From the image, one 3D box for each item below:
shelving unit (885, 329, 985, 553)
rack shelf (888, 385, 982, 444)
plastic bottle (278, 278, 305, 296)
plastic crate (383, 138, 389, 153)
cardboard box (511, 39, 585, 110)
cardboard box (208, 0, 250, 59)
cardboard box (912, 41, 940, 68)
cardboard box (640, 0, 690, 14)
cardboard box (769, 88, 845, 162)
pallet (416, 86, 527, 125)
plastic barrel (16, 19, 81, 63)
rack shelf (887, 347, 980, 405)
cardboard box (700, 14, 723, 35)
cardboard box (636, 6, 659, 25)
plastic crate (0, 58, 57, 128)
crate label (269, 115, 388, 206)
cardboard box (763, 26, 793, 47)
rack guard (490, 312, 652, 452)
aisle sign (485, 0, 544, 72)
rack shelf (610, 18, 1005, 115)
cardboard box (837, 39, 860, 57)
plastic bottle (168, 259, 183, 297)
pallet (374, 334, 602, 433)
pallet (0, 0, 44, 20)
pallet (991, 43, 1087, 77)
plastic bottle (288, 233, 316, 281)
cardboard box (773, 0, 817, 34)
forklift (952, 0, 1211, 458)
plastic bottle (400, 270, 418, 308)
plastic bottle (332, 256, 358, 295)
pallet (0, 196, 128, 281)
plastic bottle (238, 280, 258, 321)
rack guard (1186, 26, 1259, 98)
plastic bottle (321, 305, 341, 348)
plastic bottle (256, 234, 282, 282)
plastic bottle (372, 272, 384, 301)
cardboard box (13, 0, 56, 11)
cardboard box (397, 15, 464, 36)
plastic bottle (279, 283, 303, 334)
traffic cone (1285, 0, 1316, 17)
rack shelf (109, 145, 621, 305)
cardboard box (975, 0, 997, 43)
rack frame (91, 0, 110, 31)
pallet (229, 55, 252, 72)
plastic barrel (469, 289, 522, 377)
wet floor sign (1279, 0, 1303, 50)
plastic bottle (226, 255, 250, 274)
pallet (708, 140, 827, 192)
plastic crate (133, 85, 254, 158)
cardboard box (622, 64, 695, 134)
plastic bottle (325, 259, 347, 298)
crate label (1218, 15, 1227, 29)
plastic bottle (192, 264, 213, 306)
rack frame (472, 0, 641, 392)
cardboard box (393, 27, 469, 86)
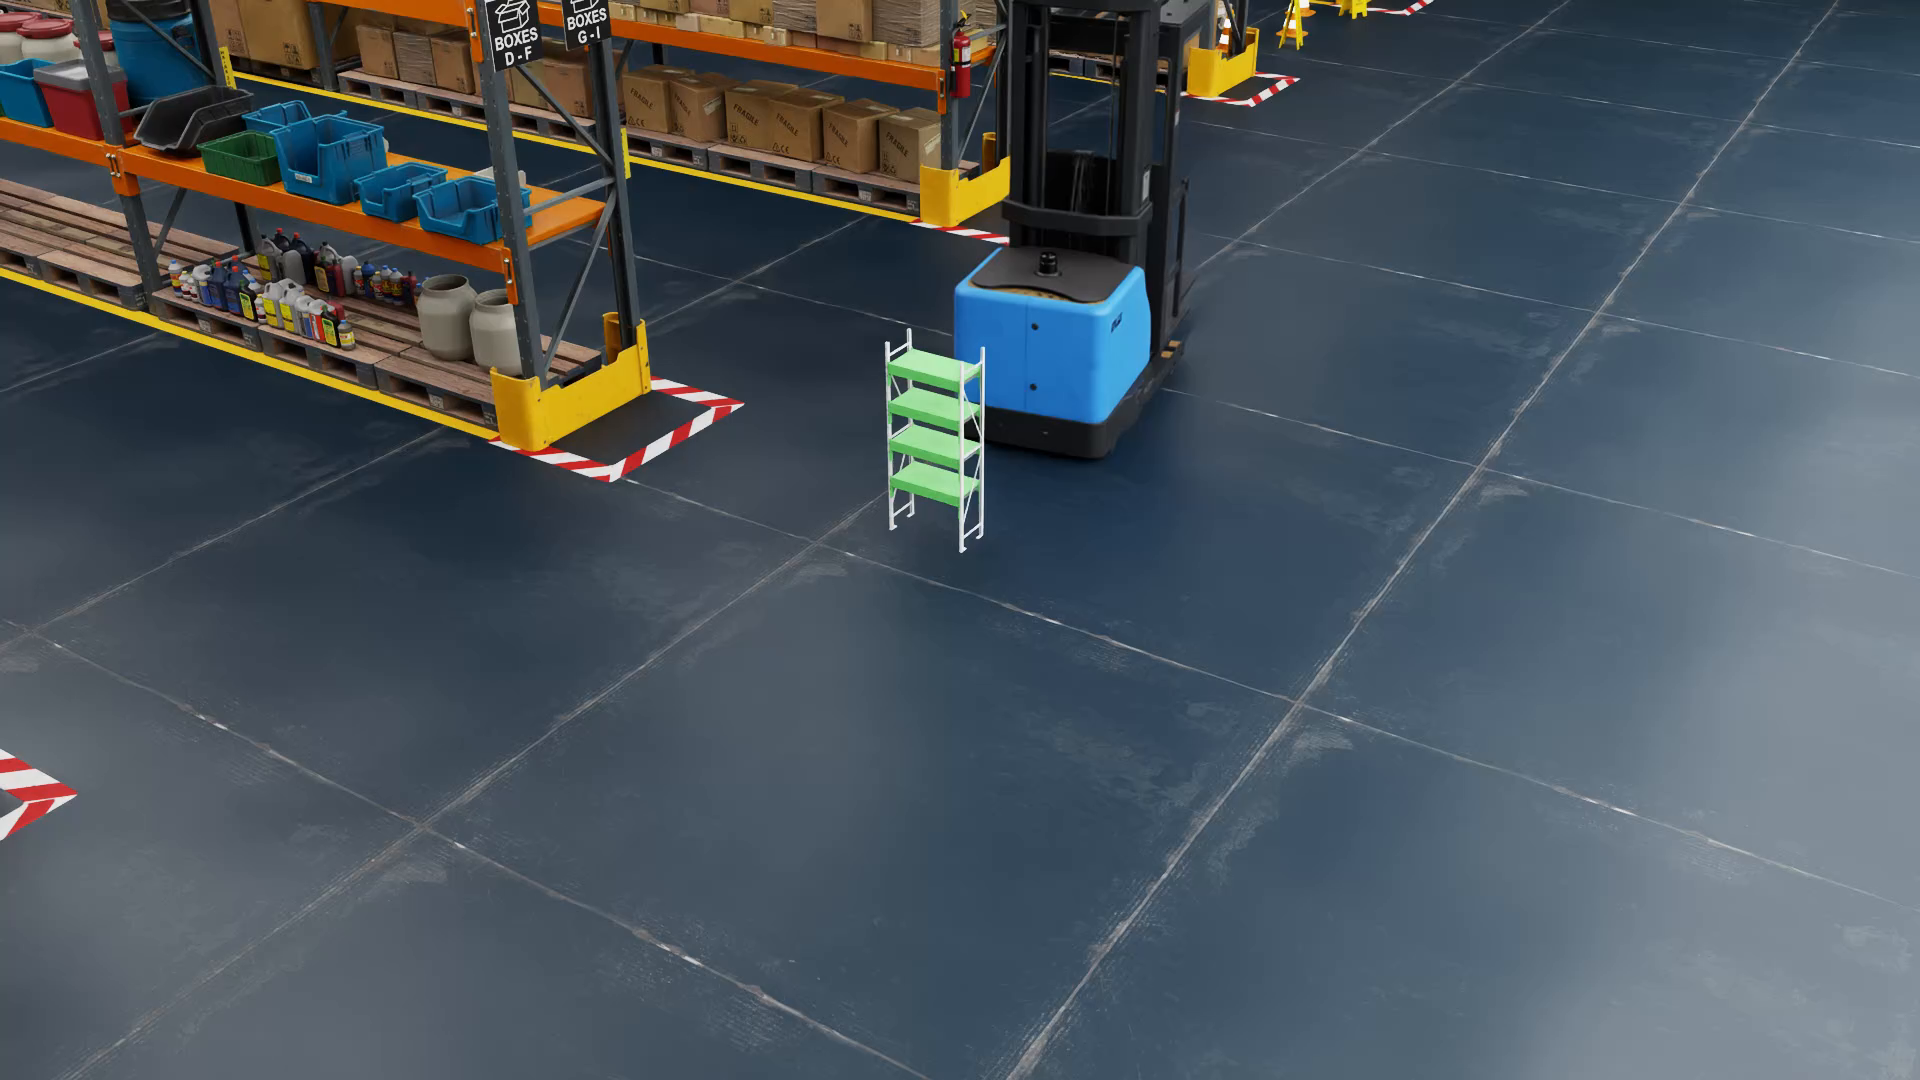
[{"bbox_3d":[-0.140,-0.563,9.524,0.503,1.200,0.258,18,35,27],"label":"shelving unit"},{"bbox_3d":[-0.140,-0.715,9.435,0.480,0.148,0.258,18,35,27],"label":"rack shelf"},{"bbox_3d":[-4.831,-1.745,12.030,0.135,0.276,0.152,18,35,27],"label":"plastic bottle"},{"bbox_3d":[-4.361,-2.778,11.797,0.437,0.136,0.530,18,35,27],"label":"plastic crate"},{"bbox_3d":[-4.141,-4.753,16.964,0.500,0.500,0.700,17,34,27],"label":"cardboard box"},{"bbox_3d":[-7.951,-6.104,18.928,0.875,0.875,1.225,18,35,27],"label":"cardboard box"},{"bbox_3d":[-0.202,-4.141,14.121,0.250,0.149,0.380,18,35,27],"label":"cardboard box"},{"bbox_3d":[-2.485,-5.209,15.307,0.500,0.500,0.875,18,35,27],"label":"cardboard box"},{"bbox_3d":[-1.415,-3.859,15.451,0.500,0.500,0.500,21,36,32],"label":"cardboard box"},{"bbox_3d":[-4.936,-4.663,17.533,1.213,0.211,1.003,18,35,27],"label":"pallet"},{"bbox_3d":[-7.187,-3.824,13.193,0.433,0.535,0.433,0,30,0],"label":"plastic barrel"},{"bbox_3d":[-0.140,-0.922,9.314,0.480,0.148,0.258,18,35,27],"label":"rack shelf"},{"bbox_3d":[-2.144,-4.714,15.103,0.250,0.149,0.380,18,35,27],"label":"cardboard box"},{"bbox_3d":[-2.785,-4.911,15.440,0.250,0.149,0.380,18,35,27],"label":"cardboard box"},{"bbox_3d":[-6.971,-3.375,12.574,0.575,0.384,0.392,18,35,27],"label":"plastic crate"},{"bbox_3d":[-4.186,-2.540,11.092,0.616,0.435,0.502,18,35,27],"label":"crate label"},{"bbox_3d":[-1.528,-4.498,14.733,0.250,0.149,0.380,18,35,27],"label":"cardboard box"},{"bbox_3d":[-2.573,-1.068,11.084,0.348,0.500,1.175,18,35,27],"label":"rack guard"},{"bbox_3d":[-2.580,-3.124,9.549,0.004,0.787,0.394,18,35,27],"label":"aisle sign"},{"bbox_3d":[-1.544,-4.486,15.177,4.000,0.370,1.077,18,35,27],"label":"rack shelf"},{"bbox_3d":[-0.856,-4.327,14.439,0.250,0.149,0.380,18,35,27],"label":"cardboard box"},{"bbox_3d":[-5.835,-1.958,12.400,0.097,0.271,0.097,0,30,0],"label":"plastic bottle"},{"bbox_3d":[-3.258,-1.163,11.534,1.213,0.211,1.003,18,35,27],"label":"pallet"},{"bbox_3d":[-11.654,-6.835,21.257,1.213,0.211,1.003,18,35,27],"label":"pallet"},{"bbox_3d":[1.124,-5.655,19.233,1.213,0.211,1.003,18,35,27],"label":"pallet"},{"bbox_3d":[-5.010,-2.164,12.675,0.185,0.351,0.144,16,34,25],"label":"plastic bottle"},{"bbox_3d":[-1.189,-4.827,14.653,0.500,0.500,0.875,18,35,27],"label":"cardboard box"},{"bbox_3d":[0.967,-2.508,11.140,1.130,2.935,3.031,11,32,19],"label":"forklift"},{"bbox_3d":[-4.035,-1.851,12.206,0.133,0.283,0.061,18,35,28],"label":"plastic bottle"},{"bbox_3d":[-4.601,-2.000,12.468,0.135,0.276,0.152,18,35,28],"label":"plastic bottle"},{"bbox_3d":[-7.595,-2.535,13.885,1.213,0.211,1.003,18,35,27],"label":"pallet"},{"bbox_3d":[-5.131,-1.730,11.997,0.133,0.283,0.061,19,35,29],"label":"plastic bottle"},{"bbox_3d":[2.892,-5.265,18.279,0.348,0.500,1.175,18,35,27],"label":"rack guard"},{"bbox_3d":[-4.381,-1.493,11.591,0.133,0.283,0.061,18,35,29],"label":"plastic bottle"},{"bbox_3d":[-5.249,-2.154,12.657,0.185,0.351,0.144,18,35,27],"label":"plastic bottle"},{"bbox_3d":[-4.312,-1.893,12.358,0.097,0.201,0.097,0,30,0],"label":"plastic bottle"},{"bbox_3d":[-11.293,-7.192,20.792,0.875,0.875,0.875,18,35,27],"label":"cardboard box"},{"bbox_3d":[-5.588,-5.534,17.559,0.500,0.250,0.500,22,37,33],"label":"cardboard box"},{"bbox_3d":[-4.731,-1.657,11.806,0.185,0.351,0.144,19,35,29],"label":"plastic bottle"},{"bbox_3d":[4.368,-6.960,21.221,0.334,0.463,0.336,18,35,27],"label":"traffic cone"},{"bbox_3d":[-4.177,-2.372,11.554,4.000,0.370,1.077,18,35,27],"label":"rack shelf"},{"bbox_3d":[0.745,-6.248,19.175,0.875,0.875,0.875,18,35,28],"label":"cardboard box"},{"bbox_3d":[-10.014,-7.476,19.588,0.127,3.000,1.000,18,35,27],"label":"rack frame"},{"bbox_3d":[-8.283,-5.771,19.432,1.213,0.211,1.003,18,35,27],"label":"pallet"},{"bbox_3d":[-3.082,-1.398,11.221,0.421,0.512,0.421,0,30,0],"label":"plastic barrel"},{"bbox_3d":[3.949,-6.172,19.688,0.232,0.644,0.267,12,32,19],"label":"wet floor sign"},{"bbox_3d":[-5.332,-1.933,12.279,0.185,0.351,0.144,18,35,27],"label":"plastic bottle"},{"bbox_3d":[-1.613,-3.637,15.775,1.213,0.211,1.003,18,35,27],"label":"pallet"},{"bbox_3d":[-5.496,-2.998,11.973,0.504,0.338,0.767,18,35,27],"label":"plastic crate"},{"bbox_3d":[-2.921,-4.310,16.225,0.500,0.500,0.500,16,34,26],"label":"cardboard box"},{"bbox_3d":[-4.657,-1.957,12.387,0.133,0.283,0.061,18,35,27],"label":"plastic bottle"},{"bbox_3d":[3.367,-6.438,20.650,0.298,0.136,0.250,1,30,2],"label":"crate label"},{"bbox_3d":[-5.546,-1.885,12.271,0.135,0.276,0.152,19,35,29],"label":"plastic bottle"},{"bbox_3d":[-2.484,-2.147,10.454,0.127,3.000,1.000,18,35,27],"label":"rack frame"},{"bbox_3d":[-5.571,-5.201,17.732,0.500,0.500,0.700,15,33,23],"label":"cardboard box"}]
